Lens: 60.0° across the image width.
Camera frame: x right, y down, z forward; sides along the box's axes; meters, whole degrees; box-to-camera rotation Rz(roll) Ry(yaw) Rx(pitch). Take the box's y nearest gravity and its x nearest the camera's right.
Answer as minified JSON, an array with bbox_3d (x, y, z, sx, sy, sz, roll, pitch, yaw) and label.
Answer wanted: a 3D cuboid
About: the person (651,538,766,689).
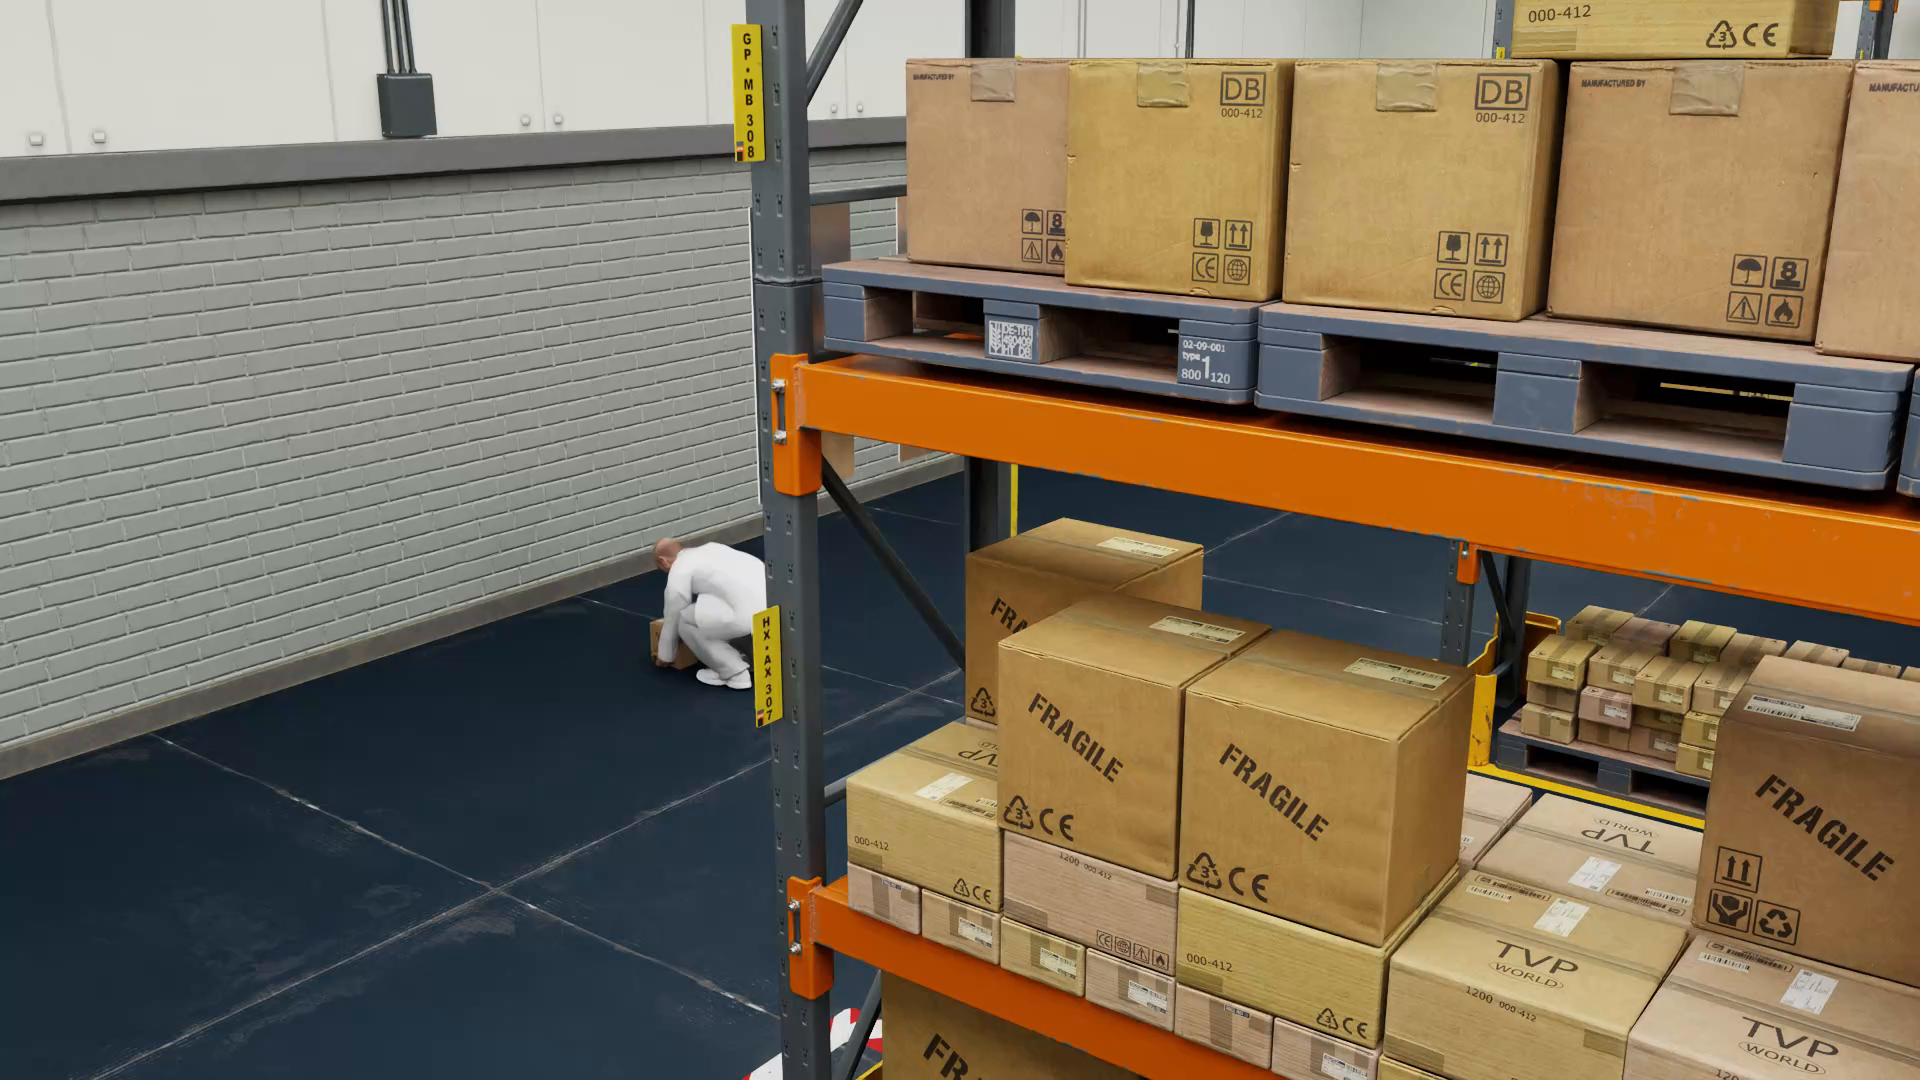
[{"bbox_3d":[-1.436,0.435,9.902,0.938,0.827,0.577,11,20,34],"label":"person"}]
